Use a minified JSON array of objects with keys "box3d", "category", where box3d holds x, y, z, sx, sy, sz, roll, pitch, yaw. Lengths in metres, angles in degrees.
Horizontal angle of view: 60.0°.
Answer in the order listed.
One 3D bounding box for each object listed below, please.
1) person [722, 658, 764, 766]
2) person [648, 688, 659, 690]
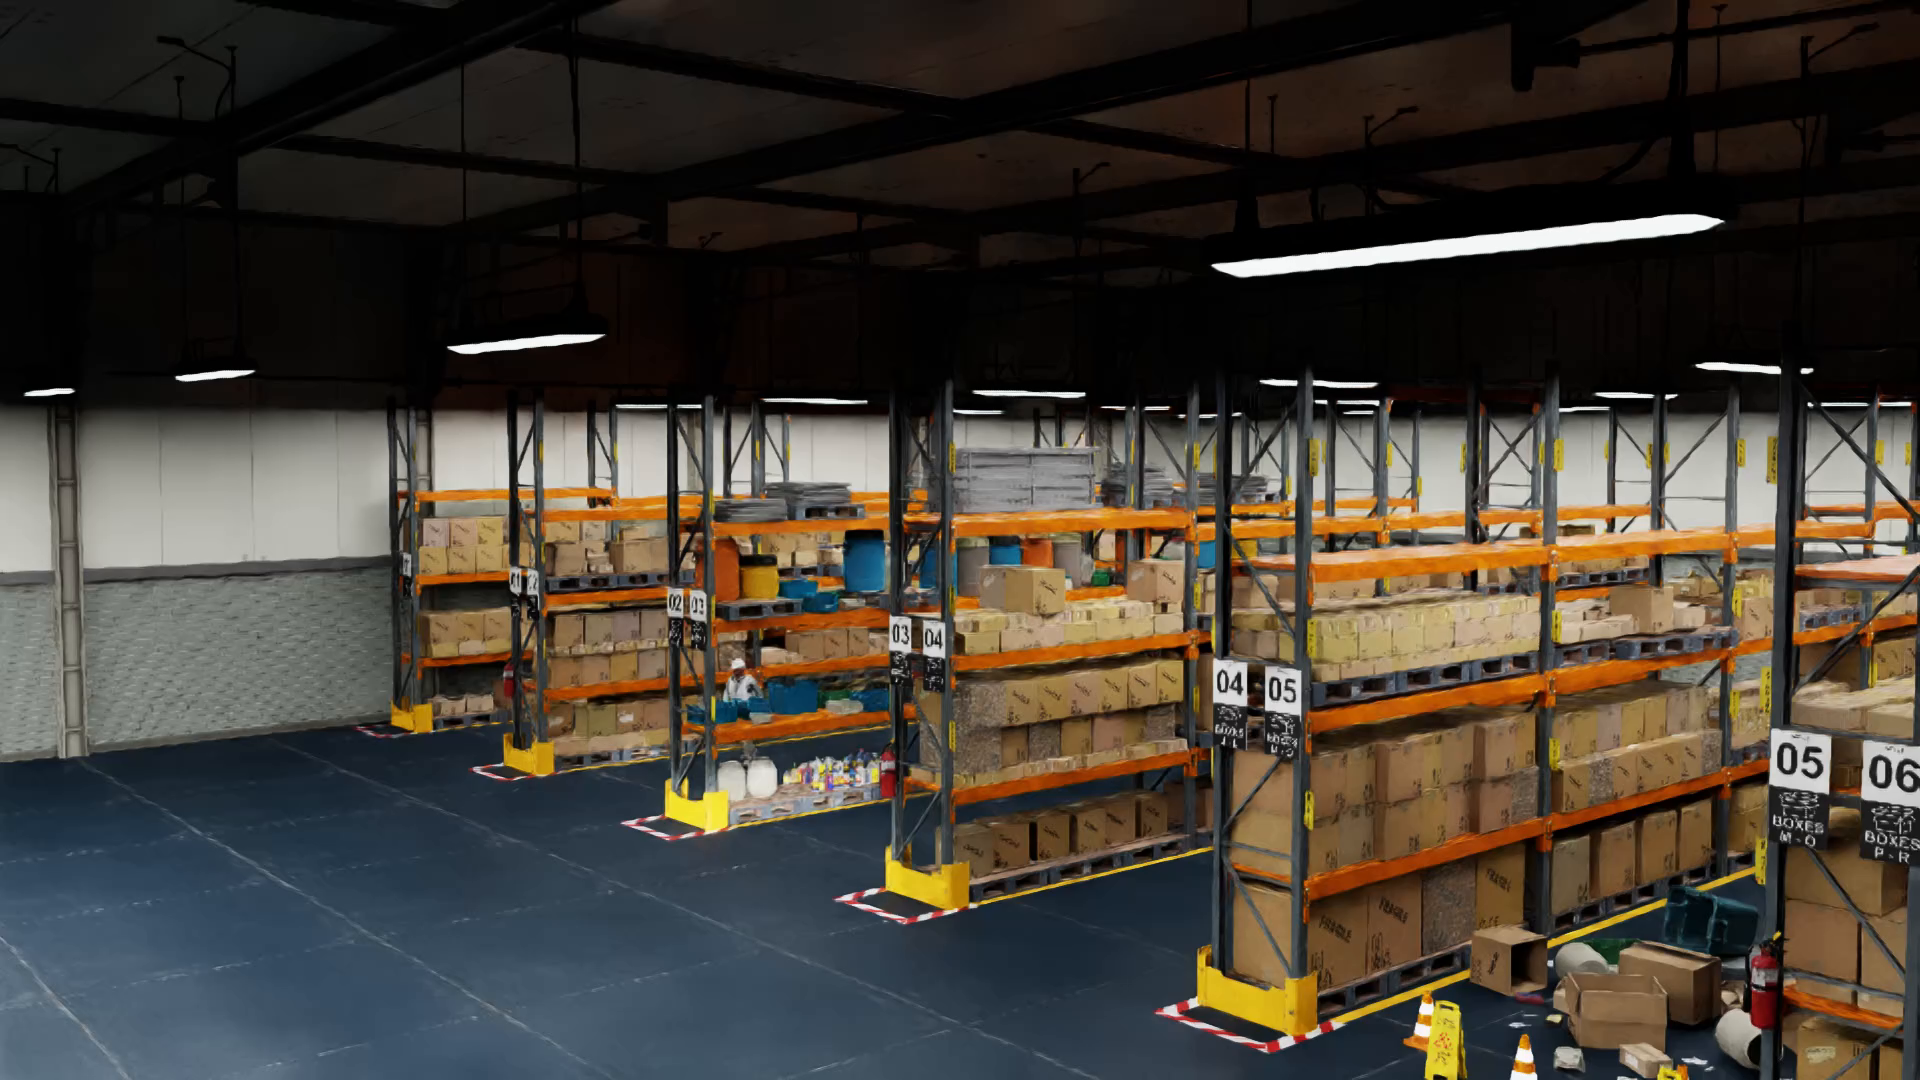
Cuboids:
[{"box3d":[-3.480,2.732,26.804,0.645,1.698,0.844,2,4,32],"category":"person"},{"box3d":[-5.597,2.534,30.530,0.416,1.676,0.537,1,4,20],"category":"person"}]
